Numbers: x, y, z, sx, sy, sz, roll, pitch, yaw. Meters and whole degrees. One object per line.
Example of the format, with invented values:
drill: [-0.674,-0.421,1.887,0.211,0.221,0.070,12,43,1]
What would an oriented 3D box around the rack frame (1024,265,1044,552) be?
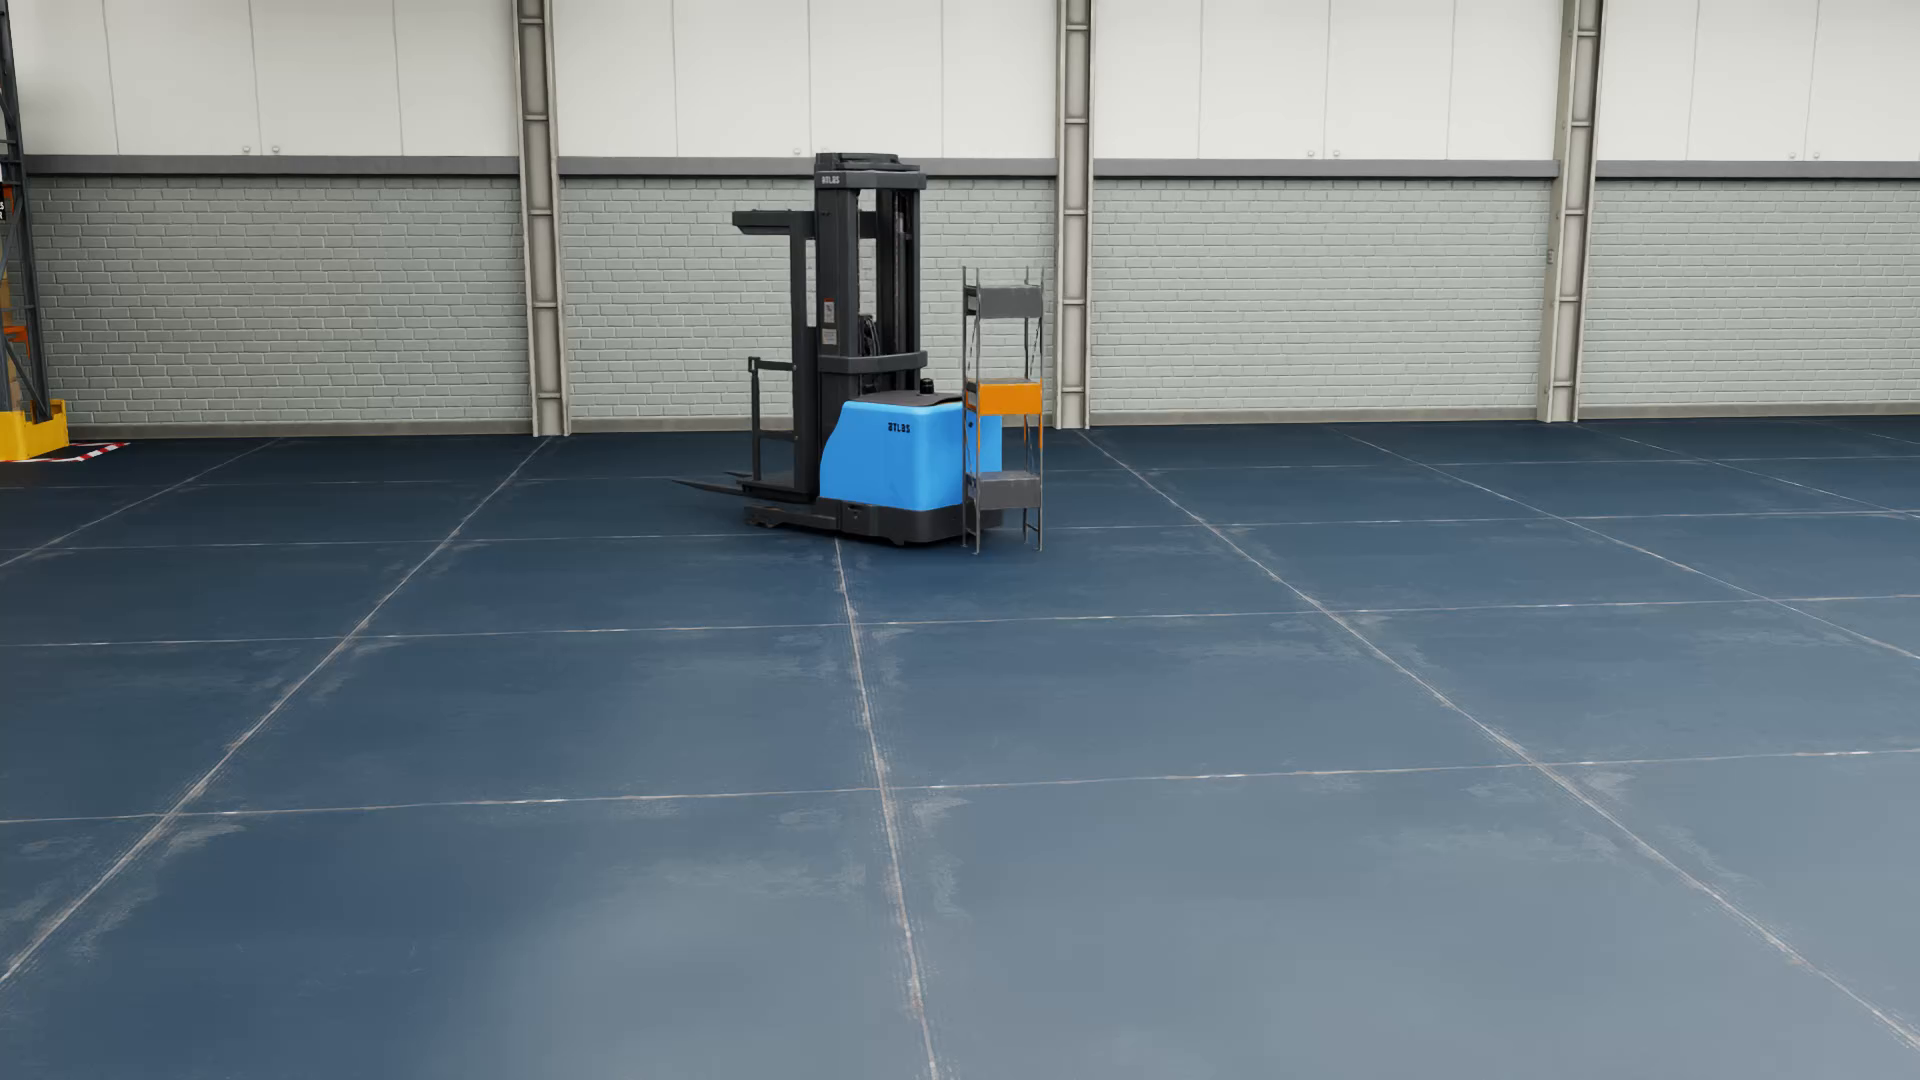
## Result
rack frame: [0.550,-0.978,12.398,0.015,2.100,0.400,-3,12,-15]

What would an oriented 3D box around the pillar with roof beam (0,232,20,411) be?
pillar with roof beam: [-10.157,-4.671,13.299,0.400,9.000,9.100,-1,11,-6]

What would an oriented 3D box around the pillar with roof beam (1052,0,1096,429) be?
pillar with roof beam: [1.773,-4.921,14.571,0.400,9.000,9.100,-1,11,-6]

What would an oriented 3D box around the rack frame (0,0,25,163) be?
rack frame: [-9.833,-5.338,16.693,0.127,3.000,1.000,-1,11,-6]

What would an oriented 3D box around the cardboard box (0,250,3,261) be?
cardboard box: [-10.190,-2.942,17.344,0.250,0.149,0.380,-1,11,-7]

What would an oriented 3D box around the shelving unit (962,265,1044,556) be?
shelving unit: [0.315,-0.965,12.334,0.503,2.100,0.431,-3,12,-15]

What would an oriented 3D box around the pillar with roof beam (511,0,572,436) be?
pillar with roof beam: [-4.192,-4.796,13.935,0.400,9.000,9.100,-1,11,-6]

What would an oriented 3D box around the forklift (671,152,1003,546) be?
forklift: [-1.118,-1.603,13.422,3.031,2.935,1.130,9,14,39]

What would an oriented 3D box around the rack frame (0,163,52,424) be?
rack frame: [-9.833,-2.394,17.272,0.127,3.000,1.000,-1,11,-6]

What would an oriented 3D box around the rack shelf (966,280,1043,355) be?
rack shelf: [0.315,-1.639,12.201,0.480,0.518,0.431,-3,12,-15]

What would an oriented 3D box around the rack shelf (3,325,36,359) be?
rack shelf: [-11.821,-2.000,17.129,4.000,0.370,1.077,-1,11,-6]

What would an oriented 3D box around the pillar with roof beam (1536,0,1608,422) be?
pillar with roof beam: [7.737,-5.046,15.207,0.400,9.000,9.100,-1,11,-6]

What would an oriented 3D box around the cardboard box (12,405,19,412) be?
cardboard box: [-10.342,-1.279,17.635,0.500,0.250,0.500,-1,11,-6]

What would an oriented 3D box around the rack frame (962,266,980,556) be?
rack frame: [0.080,-0.952,12.269,0.015,2.100,0.400,-3,12,-15]

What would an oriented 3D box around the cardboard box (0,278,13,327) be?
cardboard box: [-10.355,-2.486,17.481,0.500,0.500,0.500,-1,11,-4]

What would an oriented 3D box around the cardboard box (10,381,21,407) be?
cardboard box: [-10.322,-1.527,17.601,0.500,0.250,0.500,-1,11,-5]

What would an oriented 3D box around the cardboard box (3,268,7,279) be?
cardboard box: [-10.198,-2.805,17.417,0.250,0.149,0.380,-1,11,-8]

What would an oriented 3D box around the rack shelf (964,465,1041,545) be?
rack shelf: [0.315,-0.265,12.471,0.480,0.518,0.431,-3,12,-15]

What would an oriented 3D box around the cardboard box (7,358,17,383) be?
cardboard box: [-10.331,-1.768,17.534,0.500,0.250,0.500,-1,11,-7]

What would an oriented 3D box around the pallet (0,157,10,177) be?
pallet: [-10.538,-3.813,16.941,1.213,0.211,1.003,-1,11,-6]

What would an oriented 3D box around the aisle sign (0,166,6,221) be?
aisle sign: [-9.736,-3.615,16.742,0.004,0.787,0.394,-1,11,-6]

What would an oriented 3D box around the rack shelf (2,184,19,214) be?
rack shelf: [-11.821,-3.472,16.840,4.000,0.370,1.077,-1,11,-6]

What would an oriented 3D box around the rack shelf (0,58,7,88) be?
rack shelf: [-11.821,-4.747,16.589,4.000,0.370,1.077,-1,11,-6]

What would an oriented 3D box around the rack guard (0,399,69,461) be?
rack guard: [-9.809,-1.168,17.516,0.348,0.500,1.175,-1,11,-6]

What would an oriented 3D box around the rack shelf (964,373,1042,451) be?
rack shelf: [0.315,-0.952,12.336,0.480,0.518,0.431,-3,12,-15]
